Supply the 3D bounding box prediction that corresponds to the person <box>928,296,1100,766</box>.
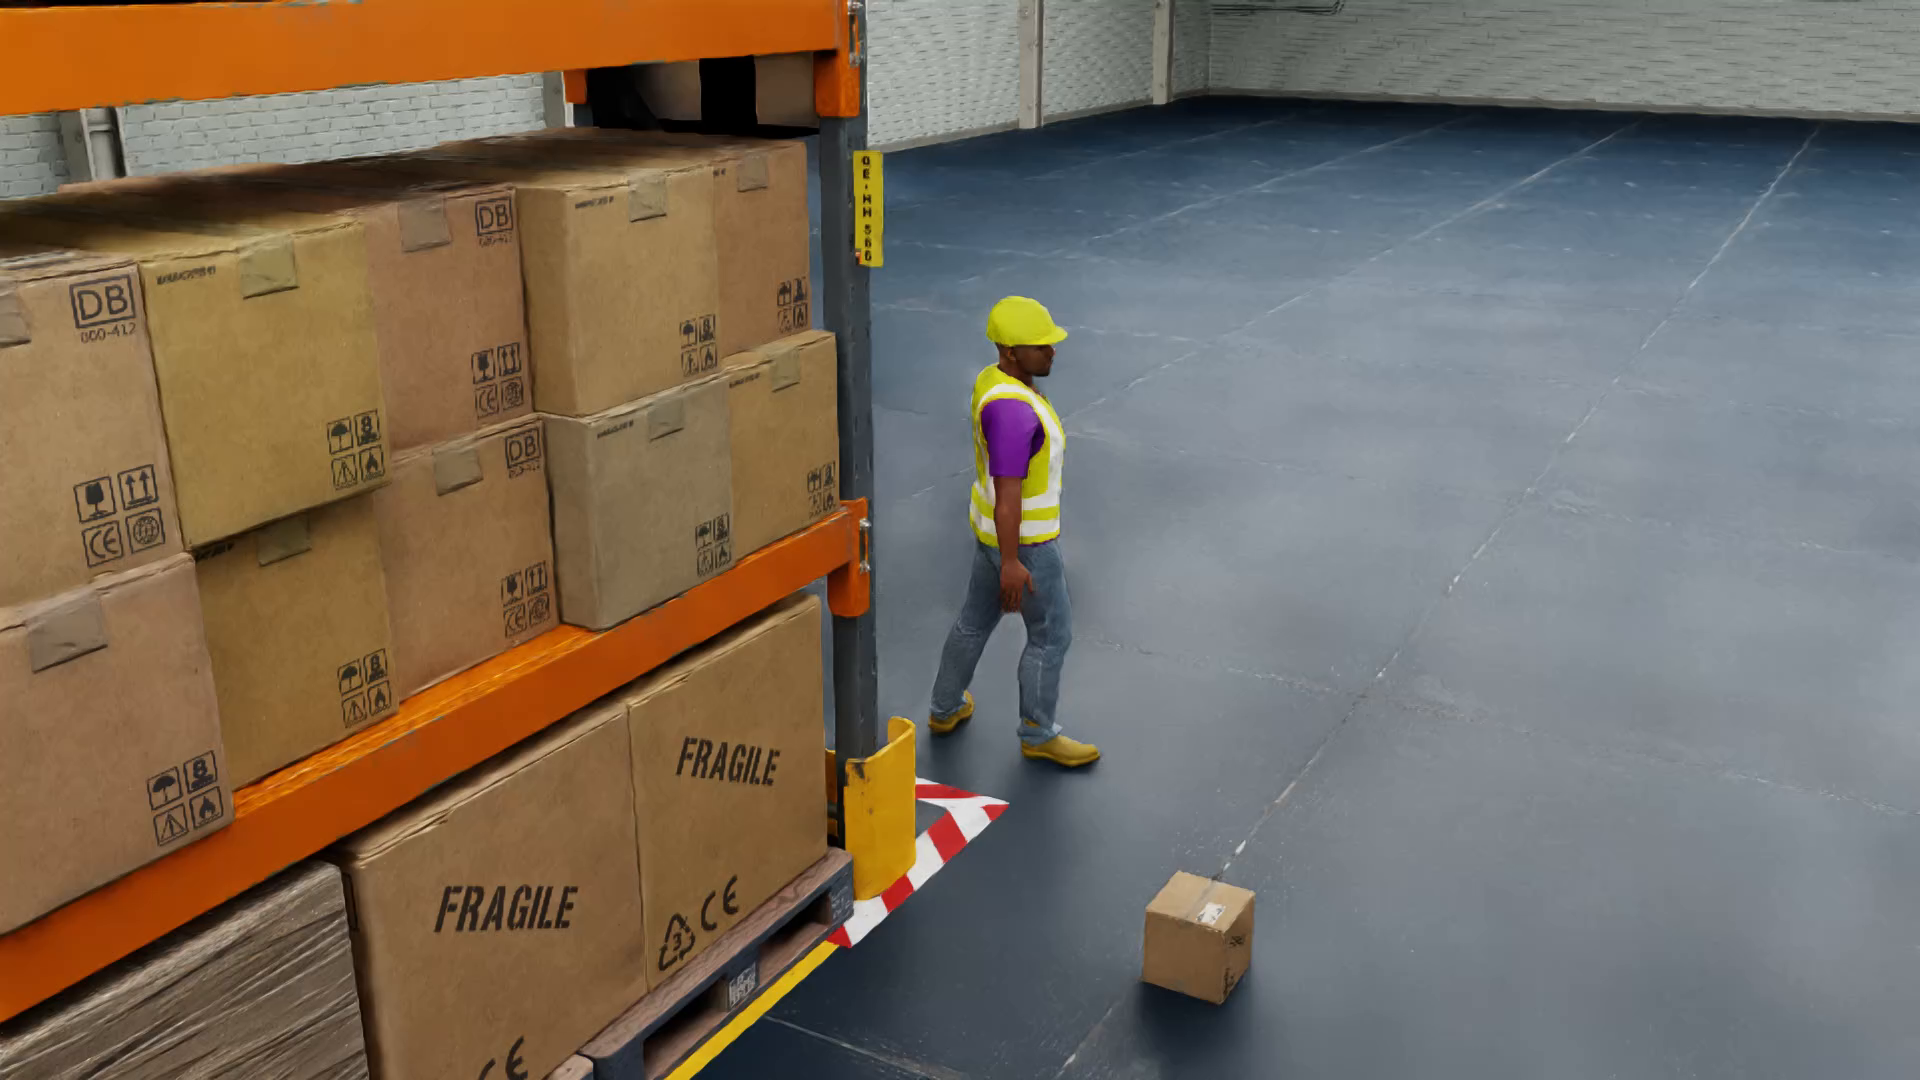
[{"bbox_3d":[0.199,-0.033,6.135,0.602,1.759,0.743,-3,20,-9],"label":"person"}]
